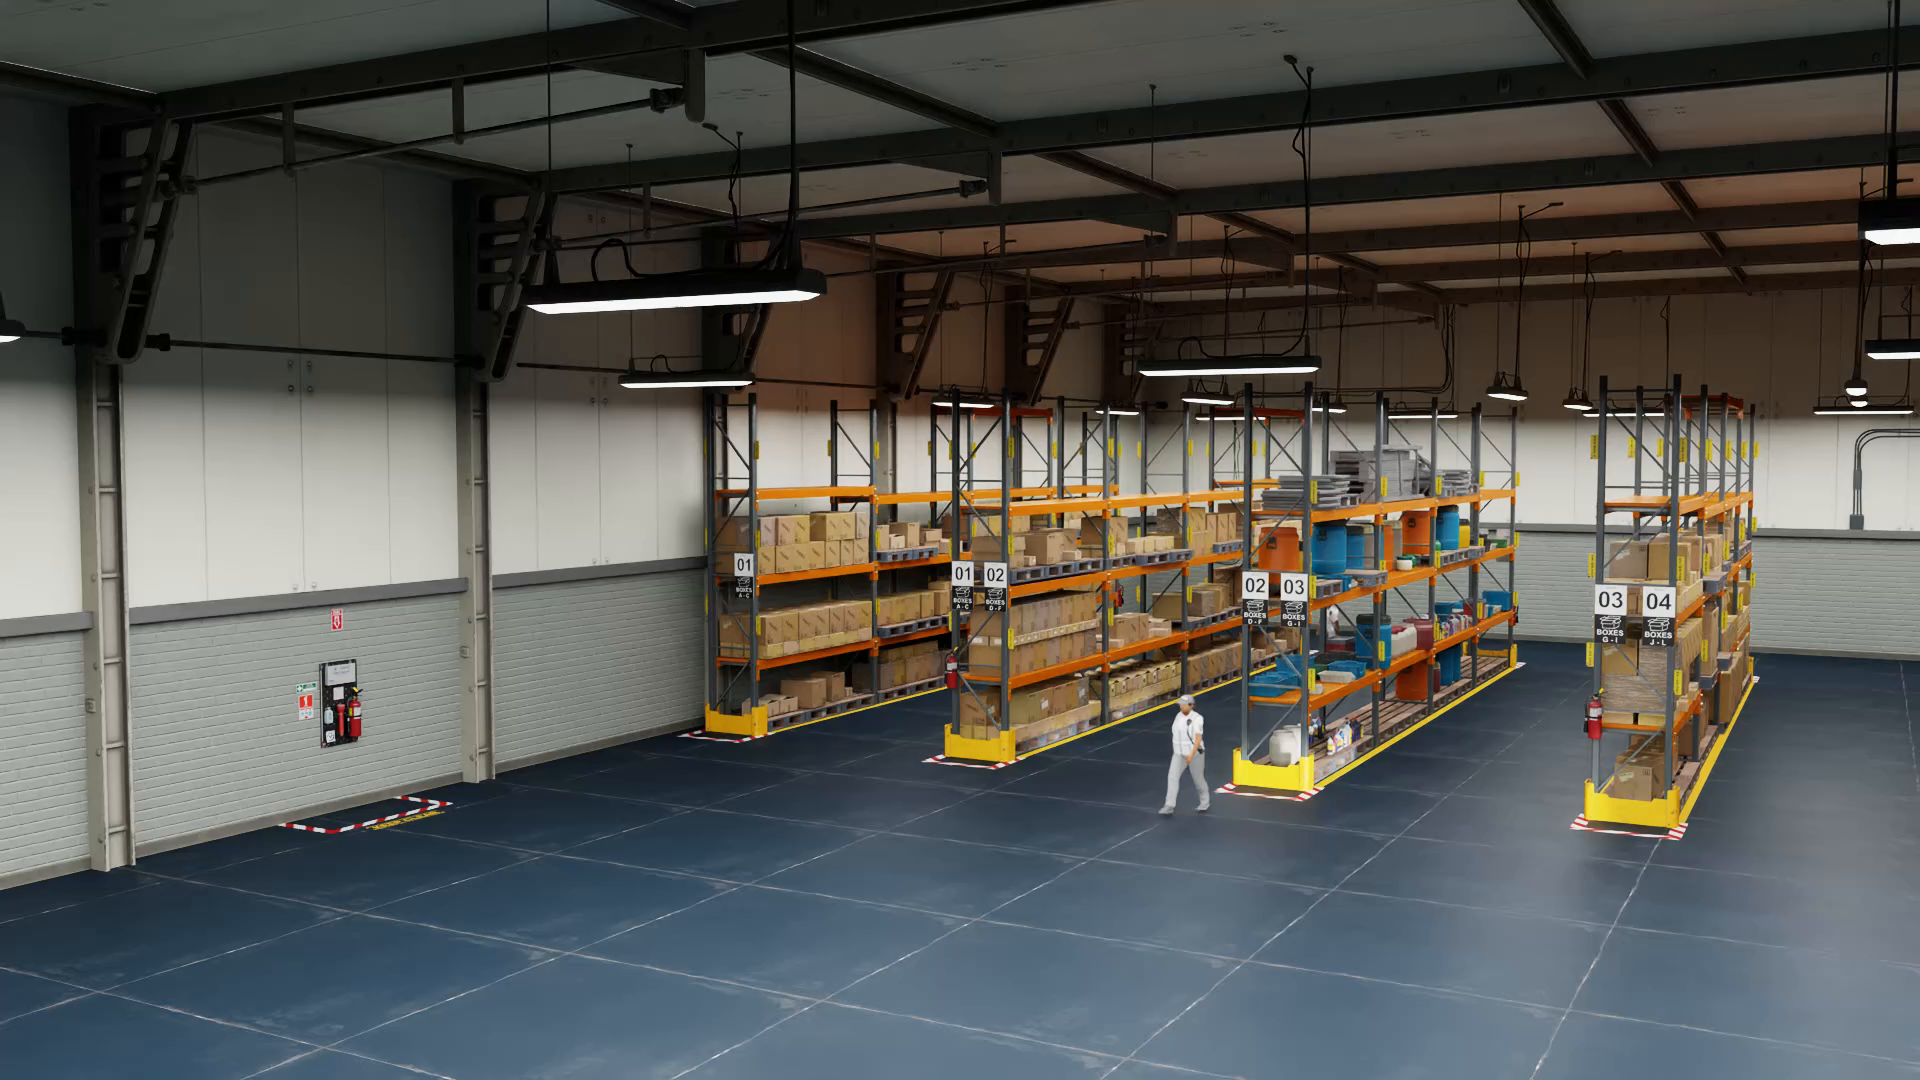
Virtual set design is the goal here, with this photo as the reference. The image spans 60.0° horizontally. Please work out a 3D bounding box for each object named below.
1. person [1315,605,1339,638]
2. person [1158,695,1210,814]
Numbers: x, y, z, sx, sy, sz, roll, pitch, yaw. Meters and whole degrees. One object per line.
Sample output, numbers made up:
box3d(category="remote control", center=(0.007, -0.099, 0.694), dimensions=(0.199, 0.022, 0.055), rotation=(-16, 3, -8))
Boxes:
box3d(category="person", center=(8.480, 2.098, 38.302), dimensions=(0.502, 1.623, 1.045), rotation=(2, 3, 28))
box3d(category="person", center=(3.098, 2.937, 22.852), dimensions=(0.501, 1.611, 0.949), rotation=(3, 4, 43))
